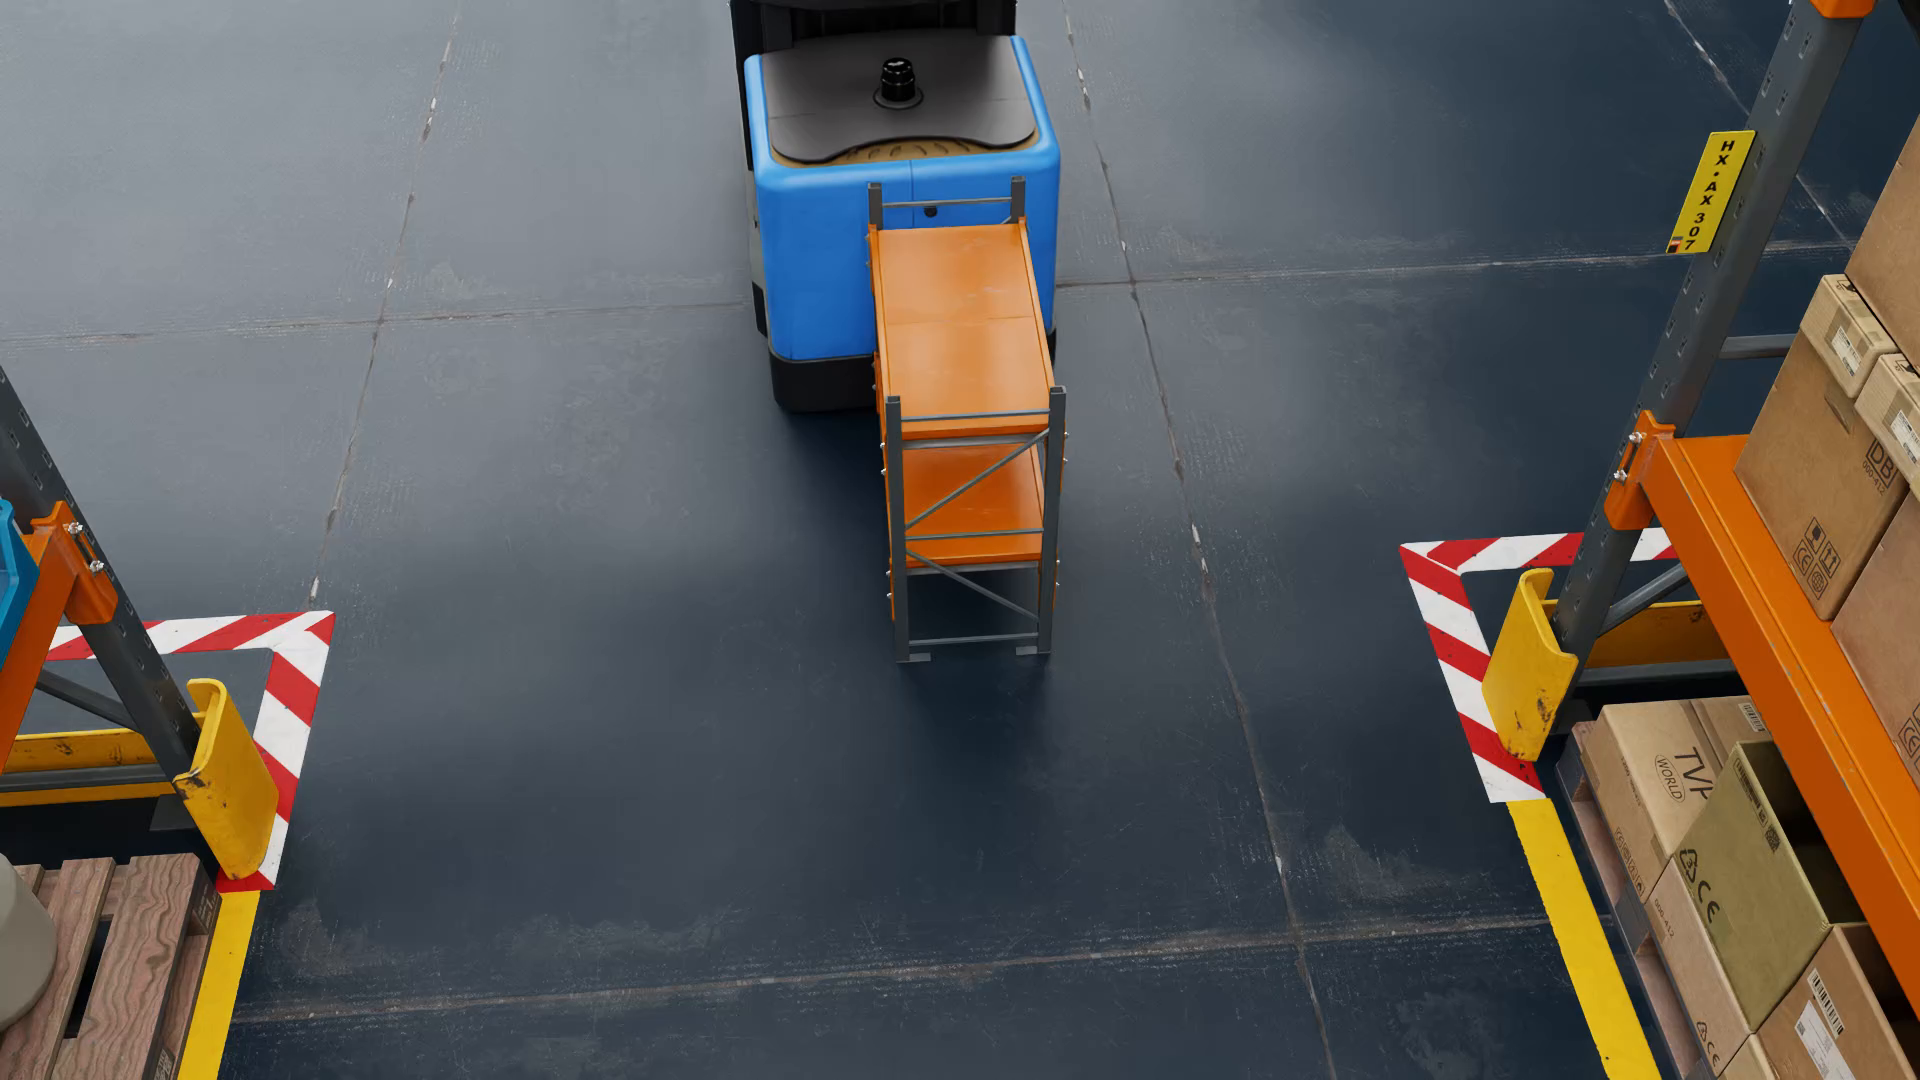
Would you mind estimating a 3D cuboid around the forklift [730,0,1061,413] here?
[{"bbox_3d":[-0.365,-2.557,6.153,1.130,2.935,3.031,-6,47,-6],"label":"forklift"}]

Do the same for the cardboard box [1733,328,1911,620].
[{"bbox_3d":[2.282,-0.186,3.792,0.700,0.500,0.500,-3,47,-3],"label":"cardboard box"}]

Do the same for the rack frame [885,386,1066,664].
[{"bbox_3d":[0.043,-0.014,4.989,0.500,1.125,0.032,-3,47,-3],"label":"rack frame"}]

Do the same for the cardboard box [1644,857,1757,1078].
[{"bbox_3d":[2.125,1.074,4.272,0.500,0.250,0.500,-3,47,-3],"label":"cardboard box"}]

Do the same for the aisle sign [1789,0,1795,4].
[{"bbox_3d":[1.945,-1.413,3.232,0.394,0.787,0.004,-3,47,-3],"label":"aisle sign"}]

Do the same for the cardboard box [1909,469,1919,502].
[{"bbox_3d":[2.118,-0.080,3.244,0.380,0.149,0.250,-3,47,-3],"label":"cardboard box"}]

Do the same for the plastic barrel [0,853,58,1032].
[{"bbox_3d":[-2.549,0.990,4.170,0.421,0.512,0.421,0,47,0],"label":"plastic barrel"}]

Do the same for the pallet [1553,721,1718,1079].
[{"bbox_3d":[2.362,1.019,4.639,1.003,0.211,1.213,-3,47,-3],"label":"pallet"}]

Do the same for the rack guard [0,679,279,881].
[{"bbox_3d":[-2.627,0.720,4.724,1.175,0.500,0.348,-3,47,-3],"label":"rack guard"}]

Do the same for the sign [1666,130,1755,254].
[{"bbox_3d":[1.702,-0.786,3.778,0.100,0.325,0.005,-3,47,-3],"label":"sign"}]

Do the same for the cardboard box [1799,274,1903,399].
[{"bbox_3d":[2.074,-0.451,3.595,0.380,0.149,0.250,-4,47,-4],"label":"cardboard box"}]

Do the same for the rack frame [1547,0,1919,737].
[{"bbox_3d":[2.256,-0.490,4.149,1.000,3.000,0.127,-3,47,-3],"label":"rack frame"}]

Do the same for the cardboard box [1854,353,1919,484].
[{"bbox_3d":[2.099,-0.260,3.415,0.380,0.149,0.250,-5,47,-4],"label":"cardboard box"}]

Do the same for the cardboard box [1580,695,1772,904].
[{"bbox_3d":[2.079,0.712,4.614,0.500,0.250,0.500,-3,47,-3],"label":"cardboard box"}]

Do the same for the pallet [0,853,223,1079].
[{"bbox_3d":[-2.565,1.407,4.272,1.003,0.211,1.213,-3,47,-3],"label":"pallet"}]

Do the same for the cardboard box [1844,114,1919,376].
[{"bbox_3d":[2.287,-0.594,3.284,0.700,0.500,0.500,-3,47,-3],"label":"cardboard box"}]

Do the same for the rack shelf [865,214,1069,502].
[{"bbox_3d":[0.001,-0.583,5.124,0.538,0.278,1.000,-3,47,-3],"label":"rack shelf"}]

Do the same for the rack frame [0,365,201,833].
[{"bbox_3d":[-2.680,-0.192,3.866,1.000,3.000,0.127,-3,47,-3],"label":"rack frame"}]

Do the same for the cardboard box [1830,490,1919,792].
[{"bbox_3d":[2.331,0.193,3.432,0.700,0.500,0.500,-2,47,-2],"label":"cardboard box"}]

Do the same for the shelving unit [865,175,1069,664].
[{"bbox_3d":[0.001,-0.382,5.337,0.538,1.125,1.048,-3,47,-3],"label":"shelving unit"}]

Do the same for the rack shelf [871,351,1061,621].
[{"bbox_3d":[0.001,-0.214,5.514,0.538,0.278,1.000,-3,47,-3],"label":"rack shelf"}]

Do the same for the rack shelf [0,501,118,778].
[{"bbox_3d":[-2.513,1.502,2.757,1.077,0.370,4.000,-3,47,-3],"label":"rack shelf"}]

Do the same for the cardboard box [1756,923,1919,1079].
[{"bbox_3d":[2.178,1.177,3.658,0.500,0.500,0.500,-3,47,-3],"label":"cardboard box"}]

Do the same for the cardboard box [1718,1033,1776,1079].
[{"bbox_3d":[2.166,1.435,3.929,0.500,0.250,0.500,-3,47,-3],"label":"cardboard box"}]

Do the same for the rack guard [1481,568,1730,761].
[{"bbox_3d":[2.254,0.352,5.073,1.175,0.500,0.348,-3,47,-3],"label":"rack guard"}]

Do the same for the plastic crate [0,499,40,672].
[{"bbox_3d":[-2.340,0.203,3.594,0.499,0.251,0.616,-3,47,-3],"label":"plastic crate"}]

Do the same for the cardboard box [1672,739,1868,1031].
[{"bbox_3d":[2.123,0.816,3.999,0.500,0.500,0.500,-3,47,-3],"label":"cardboard box"}]

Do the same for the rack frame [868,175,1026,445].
[{"bbox_3d":[-0.042,-0.750,5.685,0.500,1.125,0.032,-3,47,-3],"label":"rack frame"}]

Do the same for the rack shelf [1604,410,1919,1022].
[{"bbox_3d":[2.423,1.204,3.039,1.077,0.370,4.000,-3,47,-3],"label":"rack shelf"}]
